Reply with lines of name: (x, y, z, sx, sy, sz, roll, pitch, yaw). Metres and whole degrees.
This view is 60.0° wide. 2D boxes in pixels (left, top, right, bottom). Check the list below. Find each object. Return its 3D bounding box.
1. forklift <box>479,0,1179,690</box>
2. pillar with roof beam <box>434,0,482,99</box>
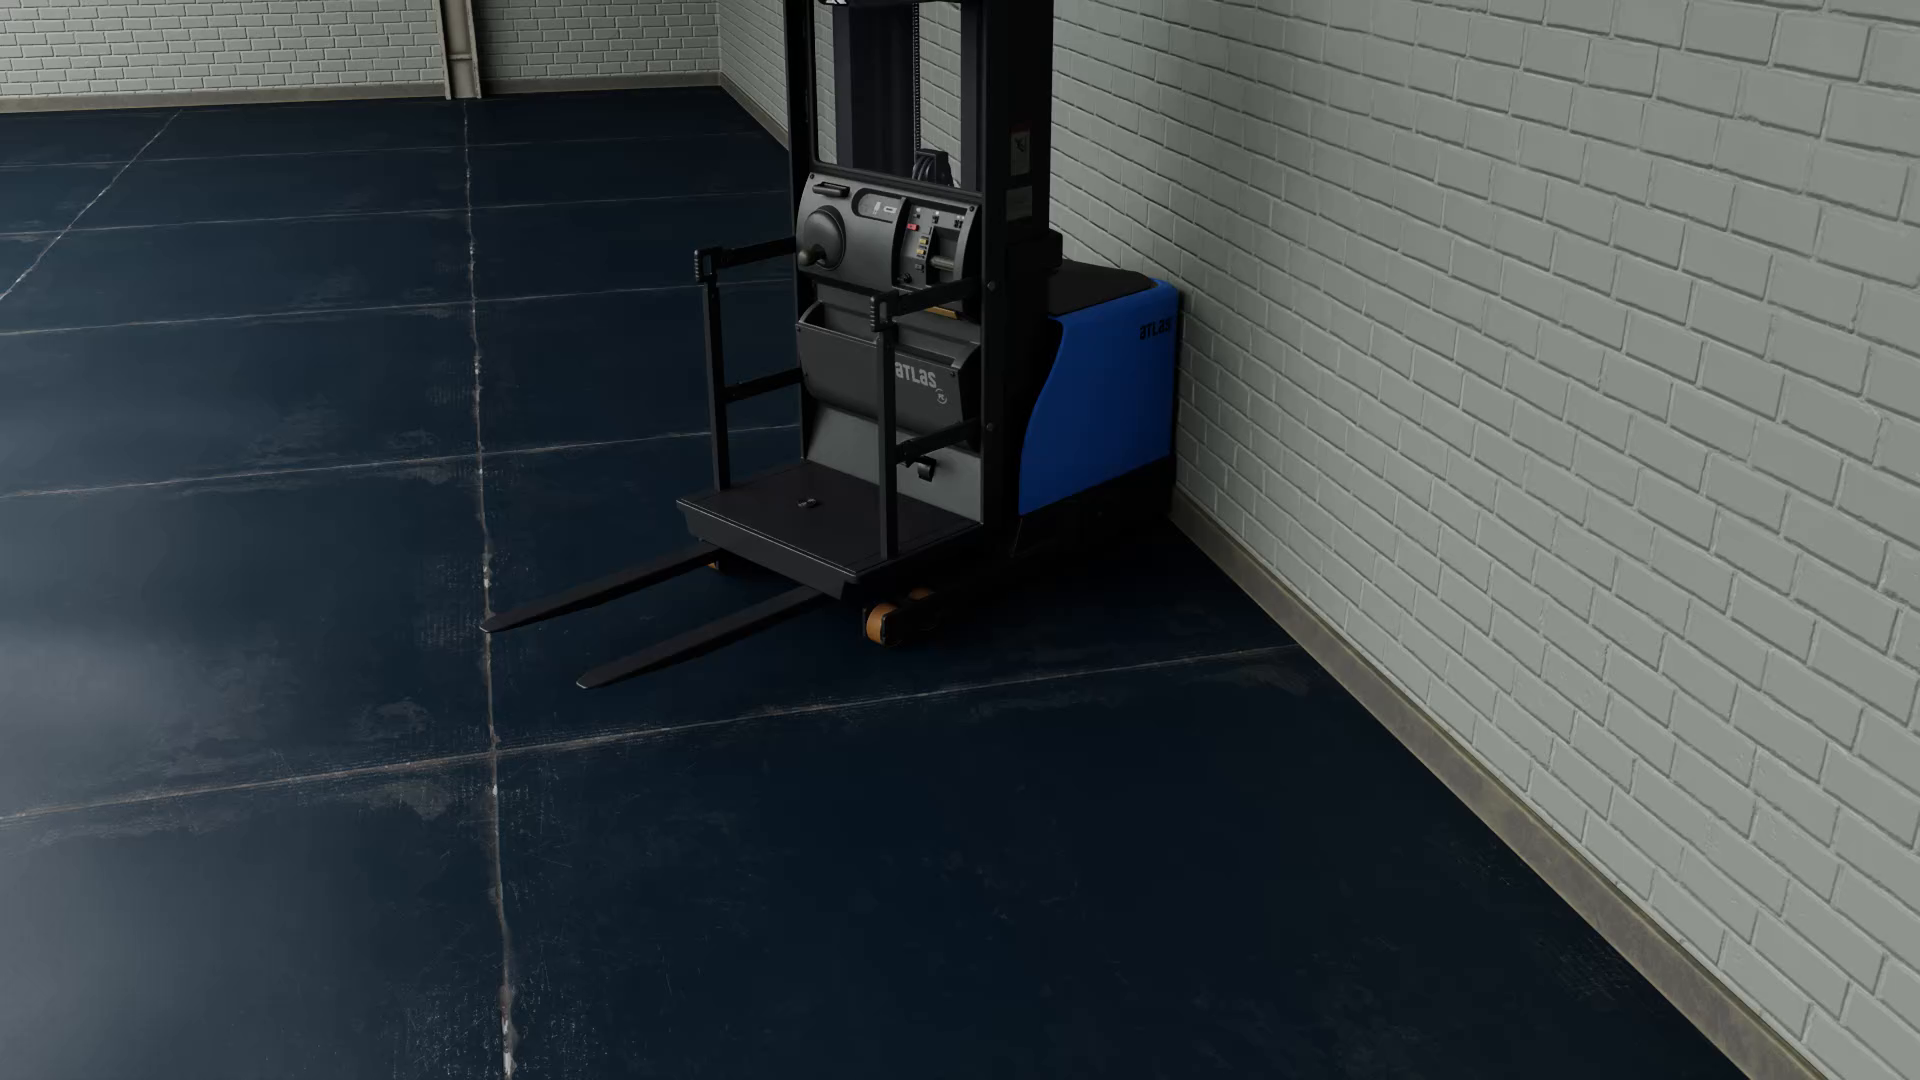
forklift: (-0.436, -1.168, 6.256, 1.130, 2.935, 3.031, 21, 31, 40)
pillar with roof beam: (-4.544, -7.602, 13.556, 0.400, 9.000, 9.100, -6, 24, -14)
